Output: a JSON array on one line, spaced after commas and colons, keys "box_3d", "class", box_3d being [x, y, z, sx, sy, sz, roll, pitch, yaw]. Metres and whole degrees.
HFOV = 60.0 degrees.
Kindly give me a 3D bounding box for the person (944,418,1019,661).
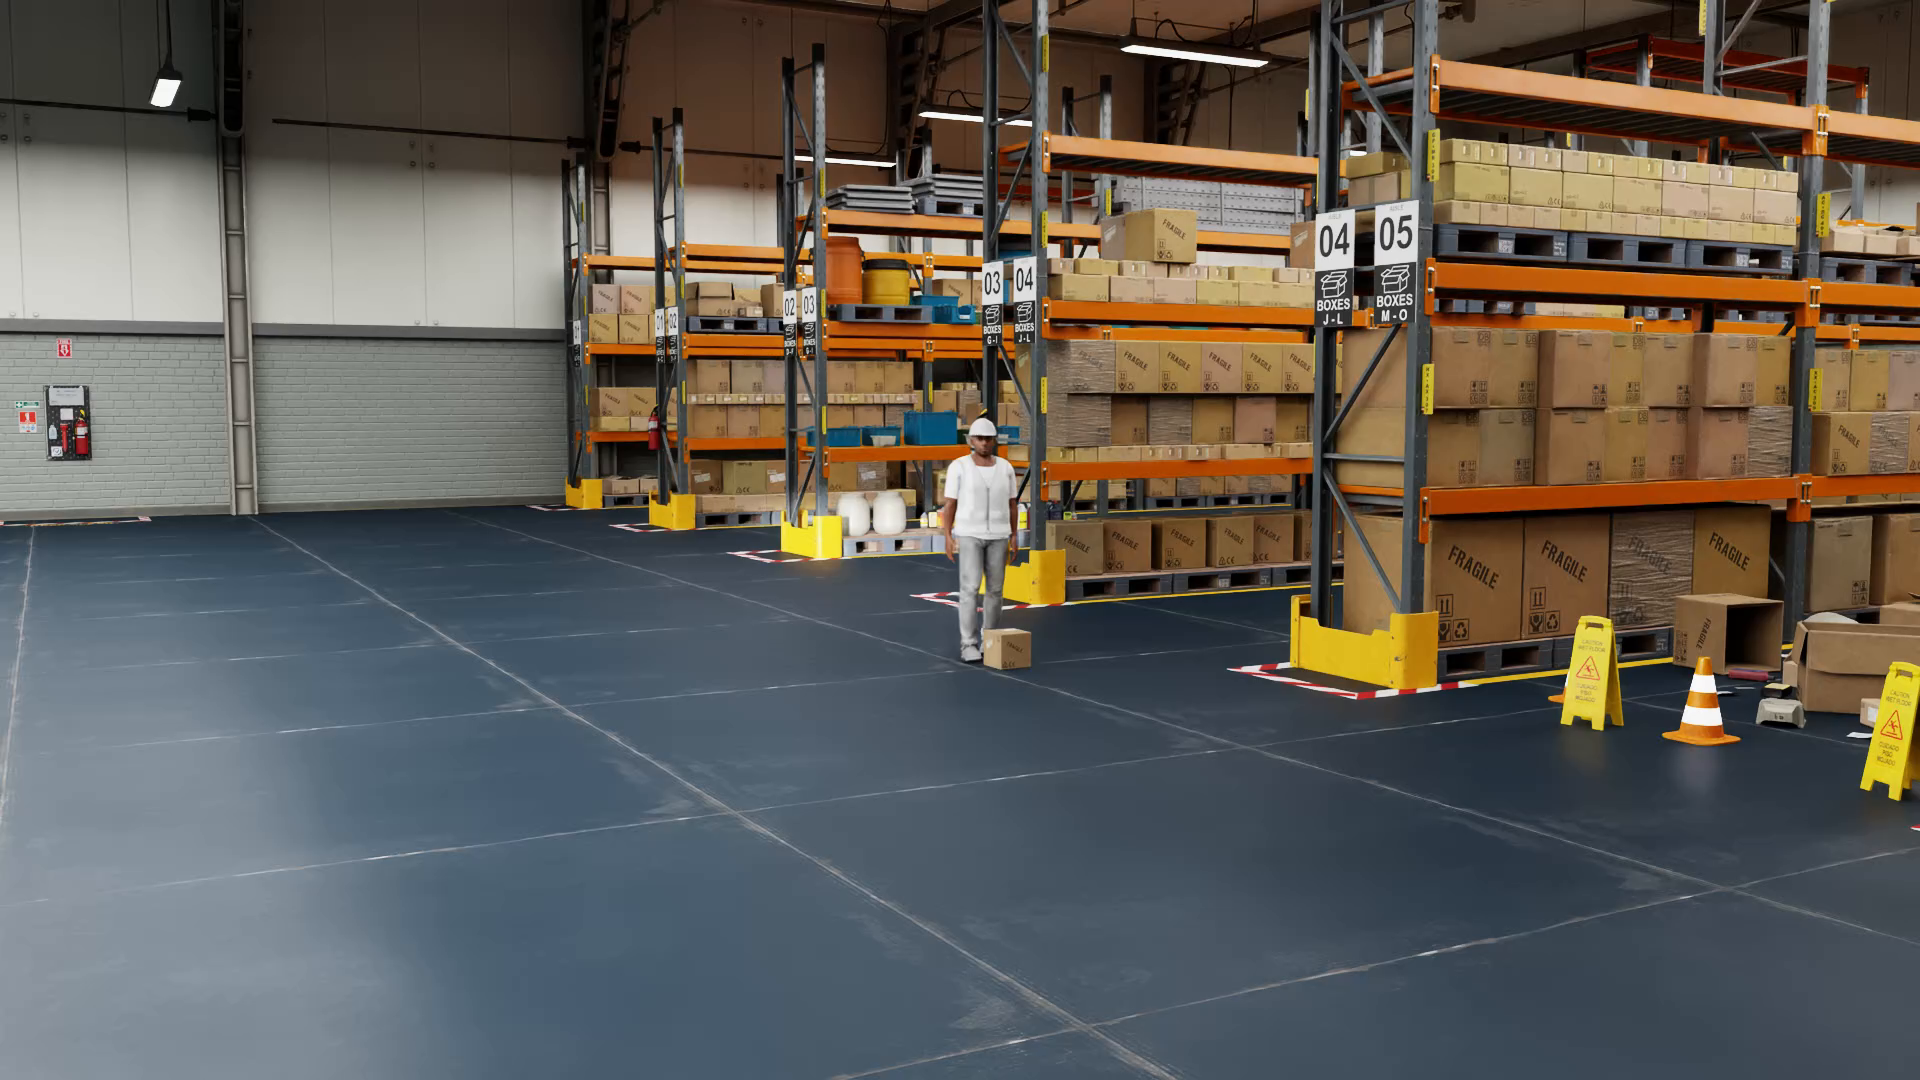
[{"box_3d": [0.193, -0.011, 12.211, 0.576, 1.761, 0.611, -1, 5, -16], "class": "person"}]
